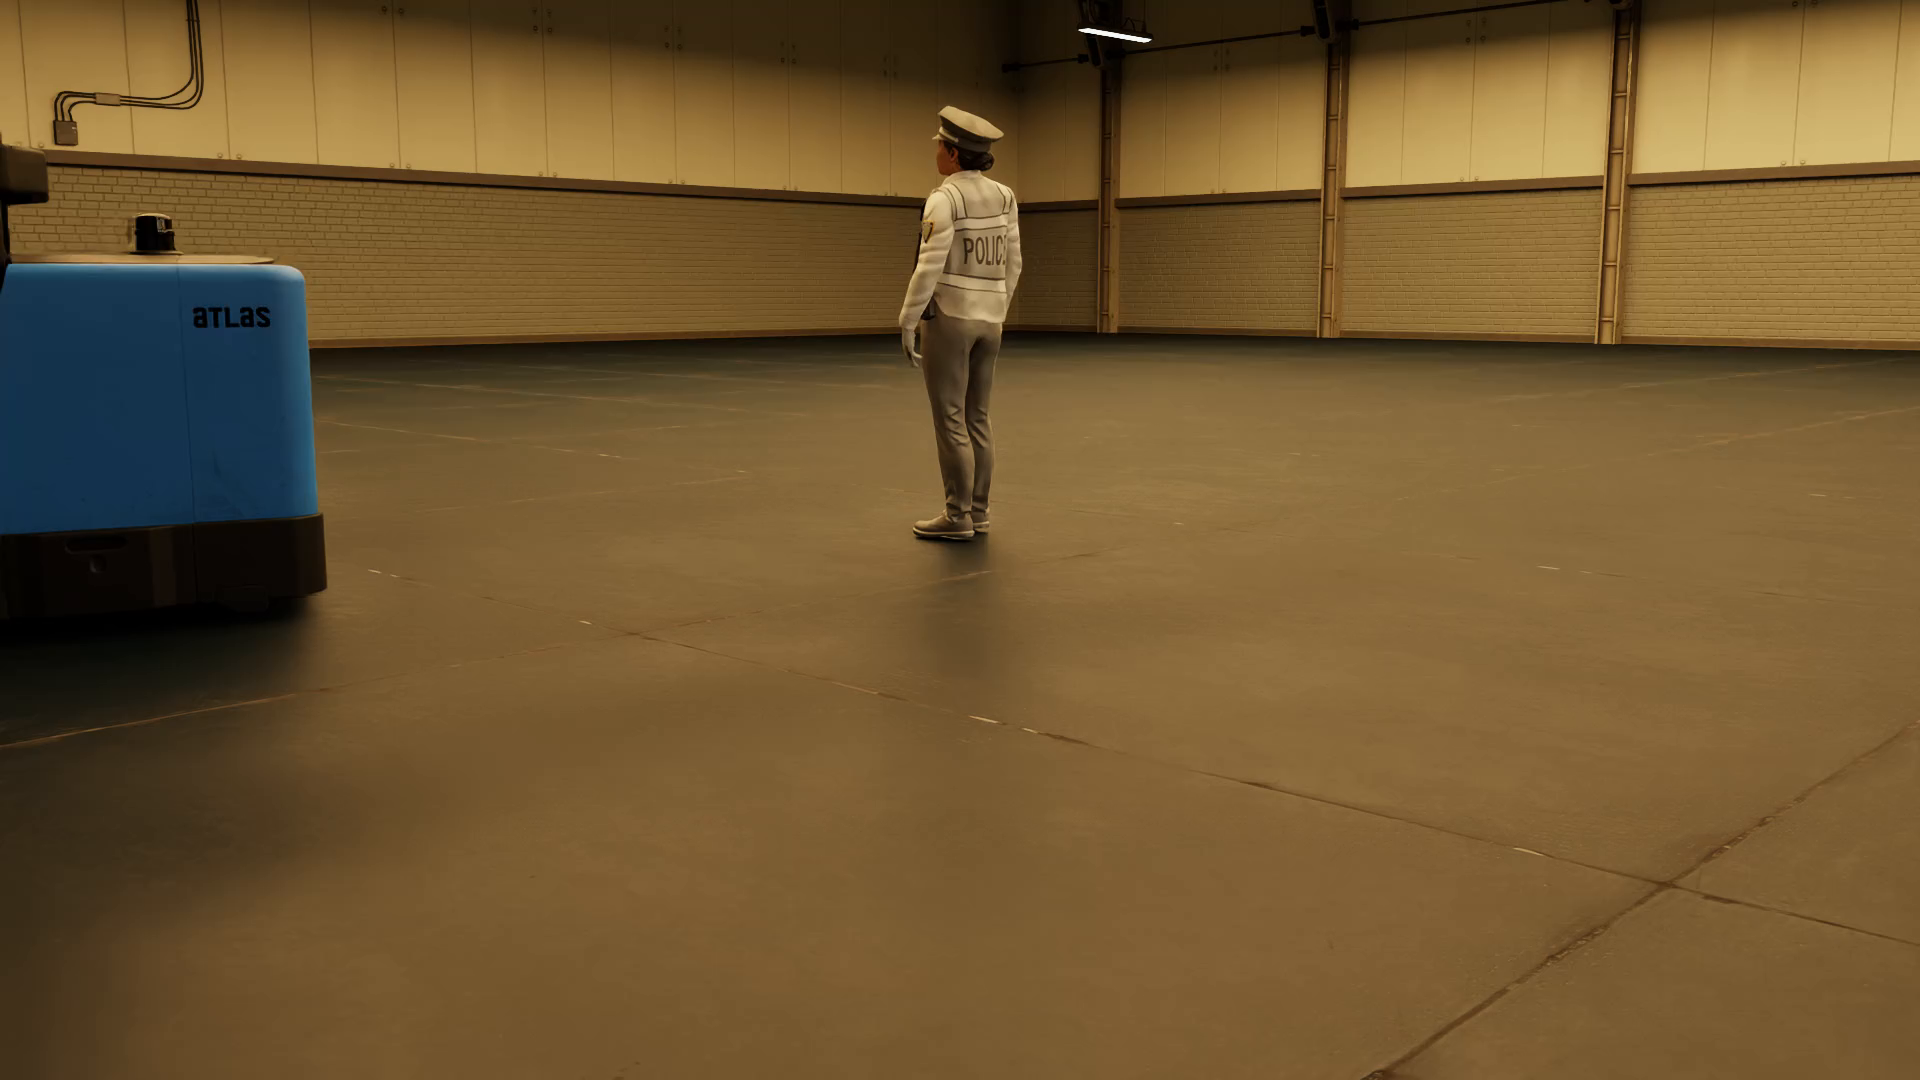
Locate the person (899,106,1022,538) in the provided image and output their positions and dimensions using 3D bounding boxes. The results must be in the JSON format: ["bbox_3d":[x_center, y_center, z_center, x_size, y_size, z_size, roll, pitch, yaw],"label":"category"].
[{"bbox_3d":[-0.044,-0.853,6.641,0.534,1.696,0.587,8,12,43],"label":"person"}]

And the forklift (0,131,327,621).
[{"bbox_3d":[-3.528,-1.177,4.688,3.031,2.935,1.130,-5,10,-28],"label":"forklift"}]
